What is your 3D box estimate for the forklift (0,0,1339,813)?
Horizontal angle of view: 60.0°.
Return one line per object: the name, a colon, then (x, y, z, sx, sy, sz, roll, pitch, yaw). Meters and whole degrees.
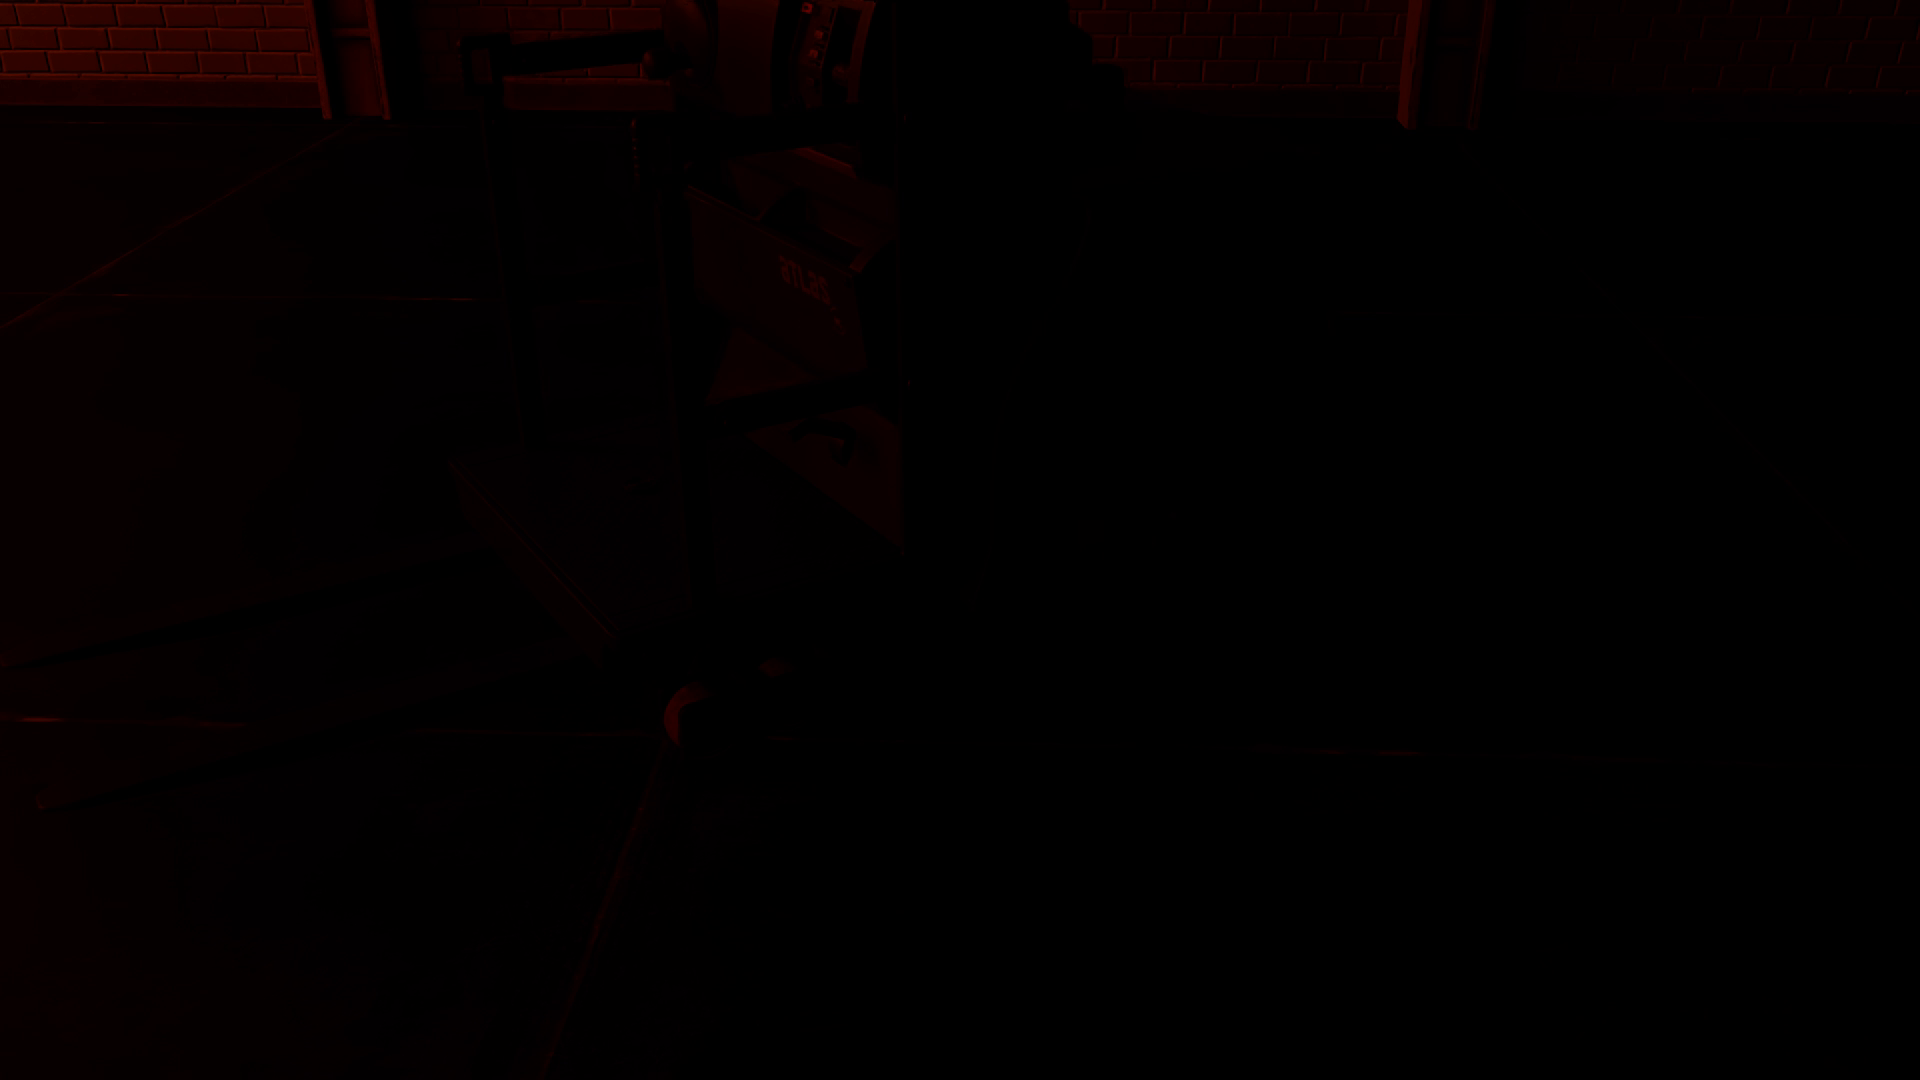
forklift: (-0.584, -1.111, 3.460, 3.031, 2.935, 1.130, -16, 30, -29)
